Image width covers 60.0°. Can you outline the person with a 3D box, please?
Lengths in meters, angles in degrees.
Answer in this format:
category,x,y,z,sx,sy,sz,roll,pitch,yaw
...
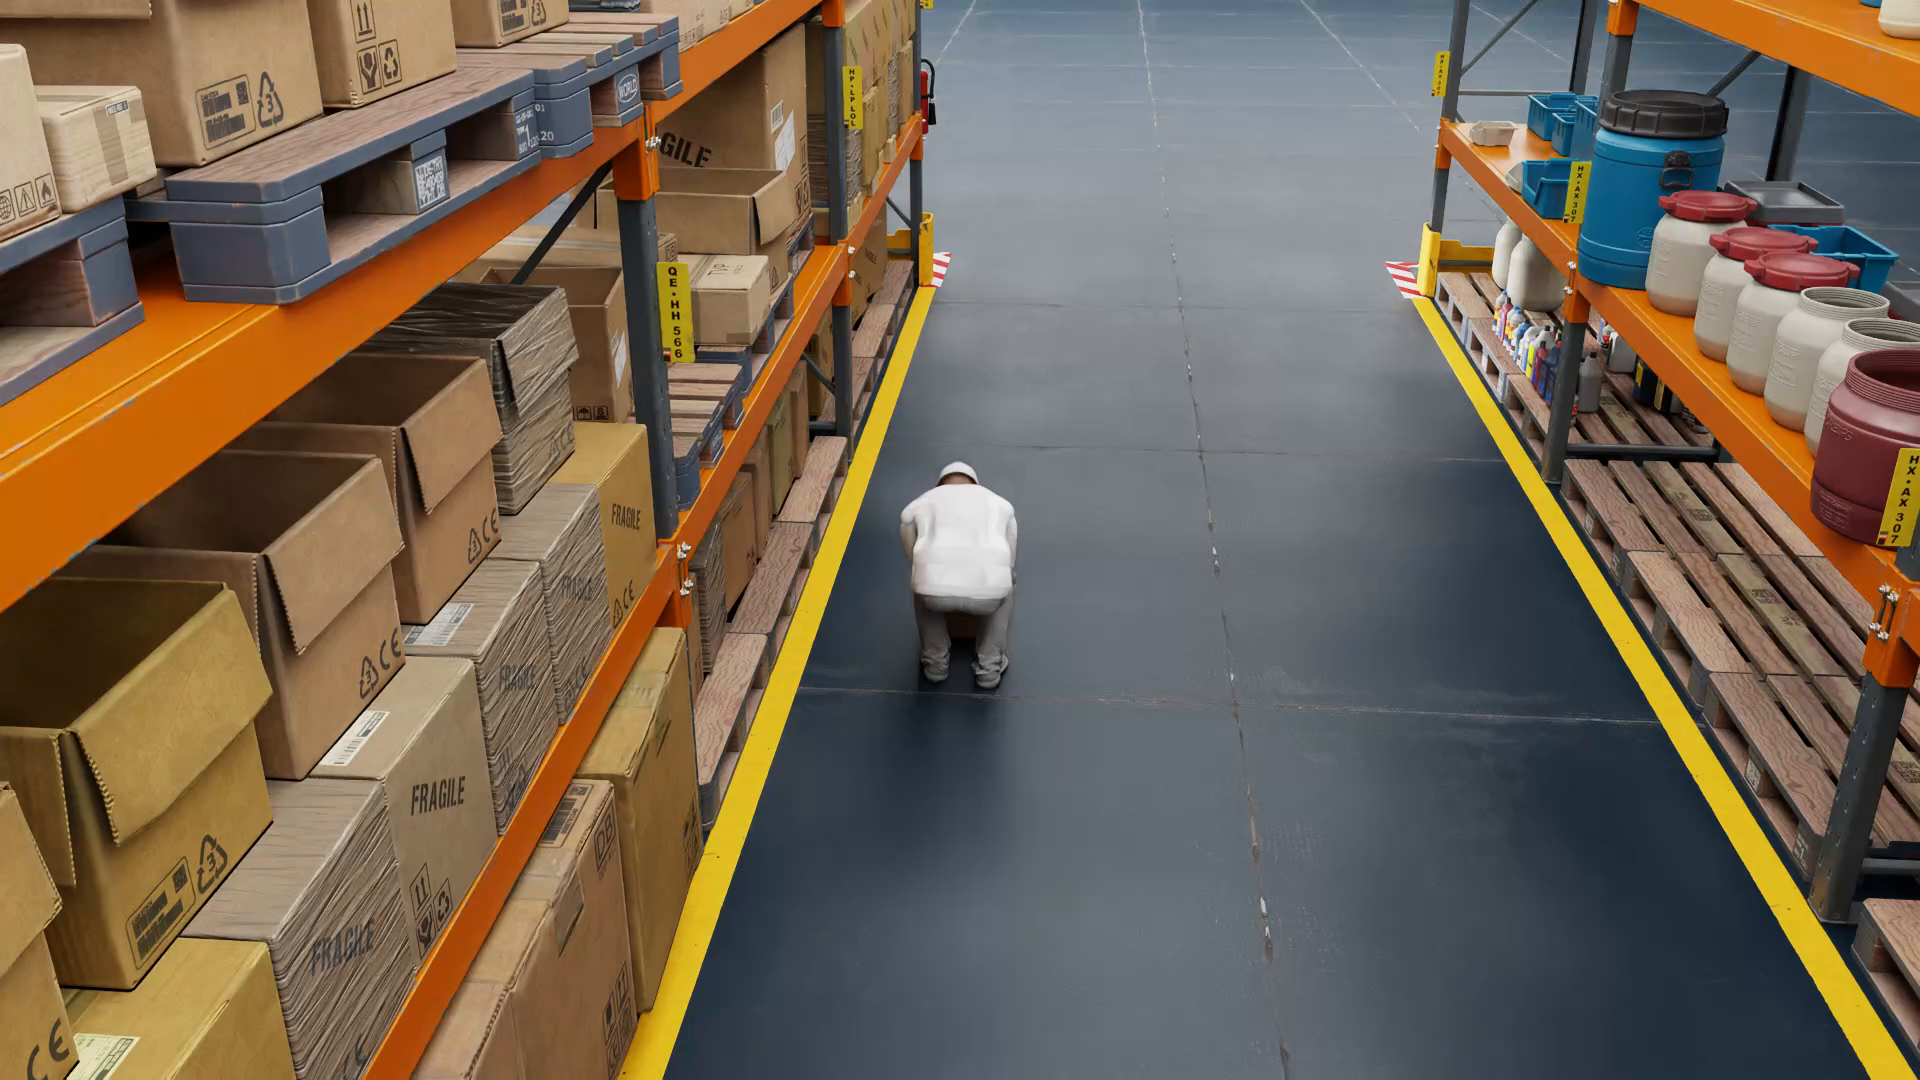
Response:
category,x,y,z,sx,sy,sz,roll,pitch,yaw
person,-0.010,0.168,7.400,0.526,0.818,0.970,1,24,3
